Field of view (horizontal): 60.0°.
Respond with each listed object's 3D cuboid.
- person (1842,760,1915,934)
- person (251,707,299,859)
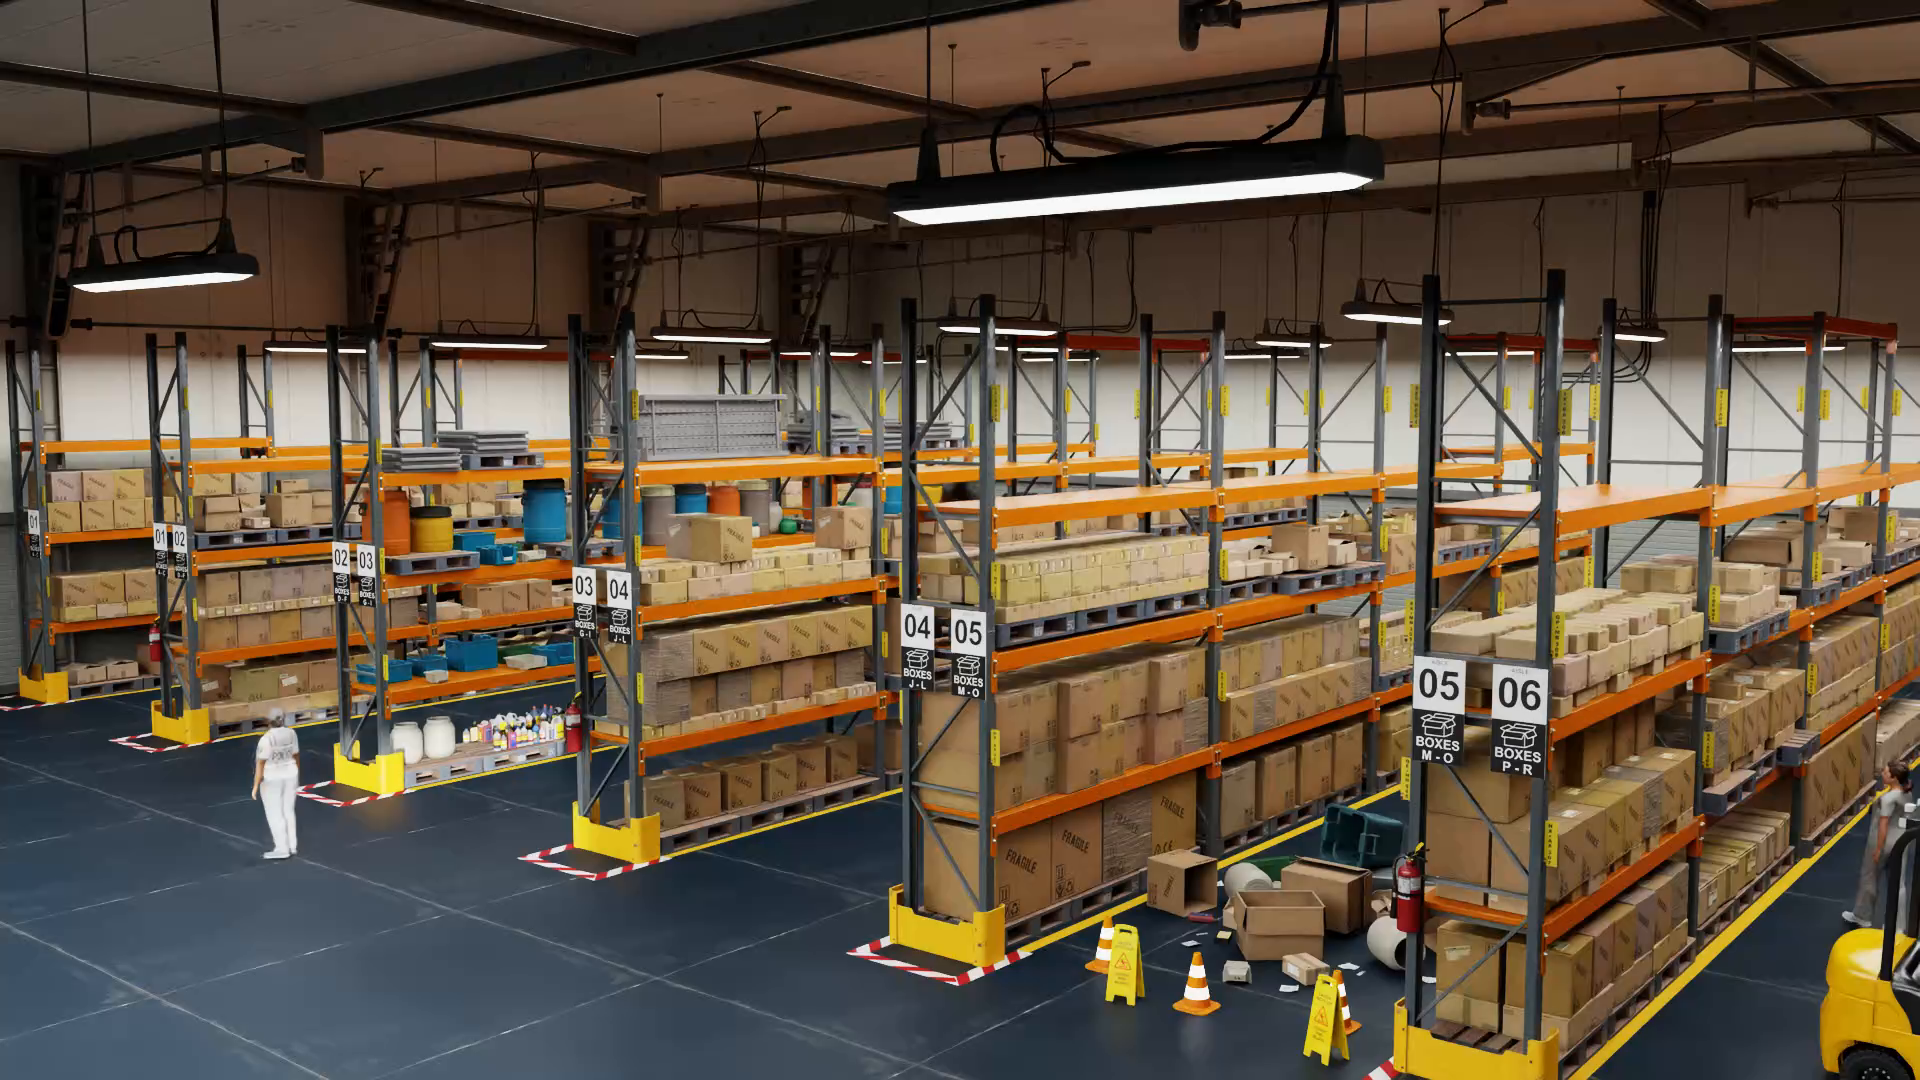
[{"bbox_3d":[8.841,2.904,15.893,0.435,1.659,0.670,-1,5,-6],"label":"person"},{"bbox_3d":[-7.568,2.697,18.415,0.433,1.700,0.596,2,6,25],"label":"person"}]
